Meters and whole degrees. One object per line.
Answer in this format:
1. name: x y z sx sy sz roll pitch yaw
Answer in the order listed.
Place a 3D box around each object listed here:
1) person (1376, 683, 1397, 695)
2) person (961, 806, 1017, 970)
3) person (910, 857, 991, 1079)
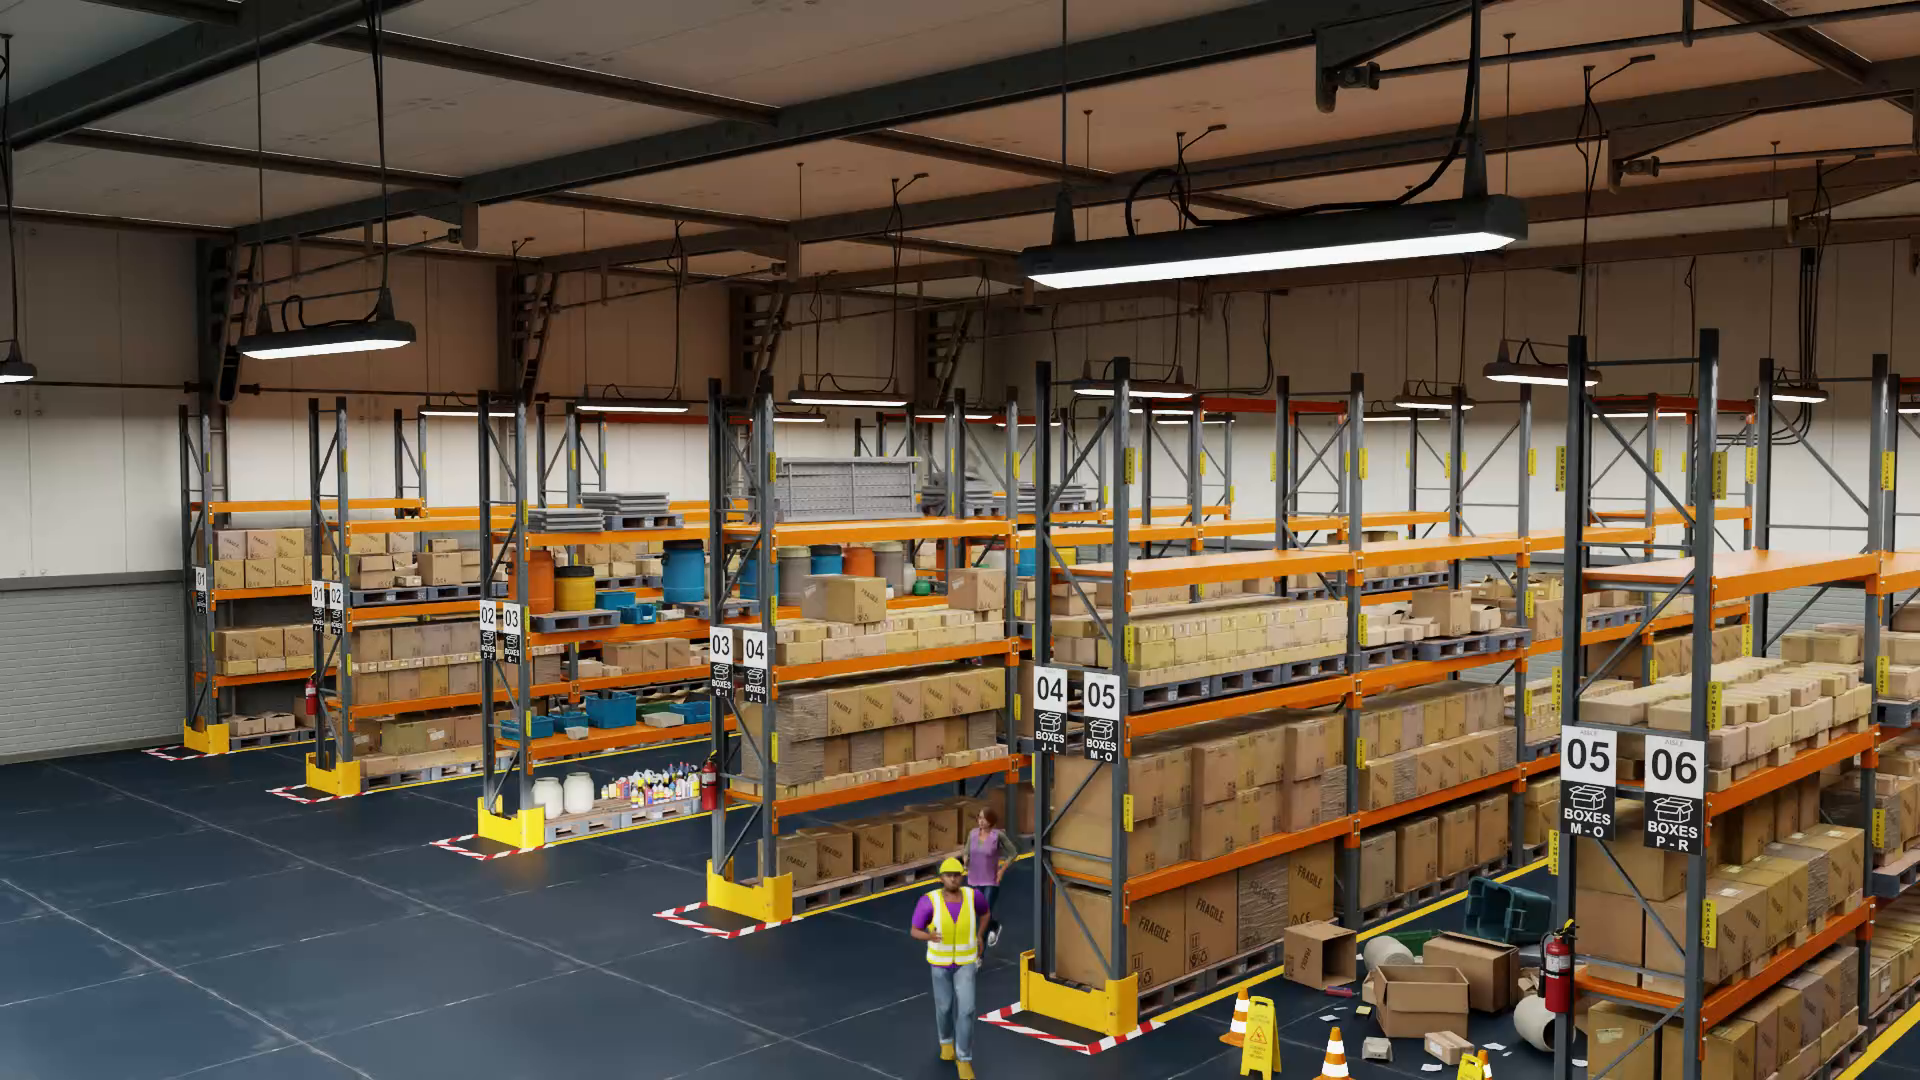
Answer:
1. person: 6.545 2.953 25.377 0.627 1.723 0.760 2 4 33
2. person: 0.252 3.467 16.733 0.541 1.572 0.861 2 3 27
3. person: -0.069 3.536 13.879 0.695 1.785 0.692 0 3 -4
